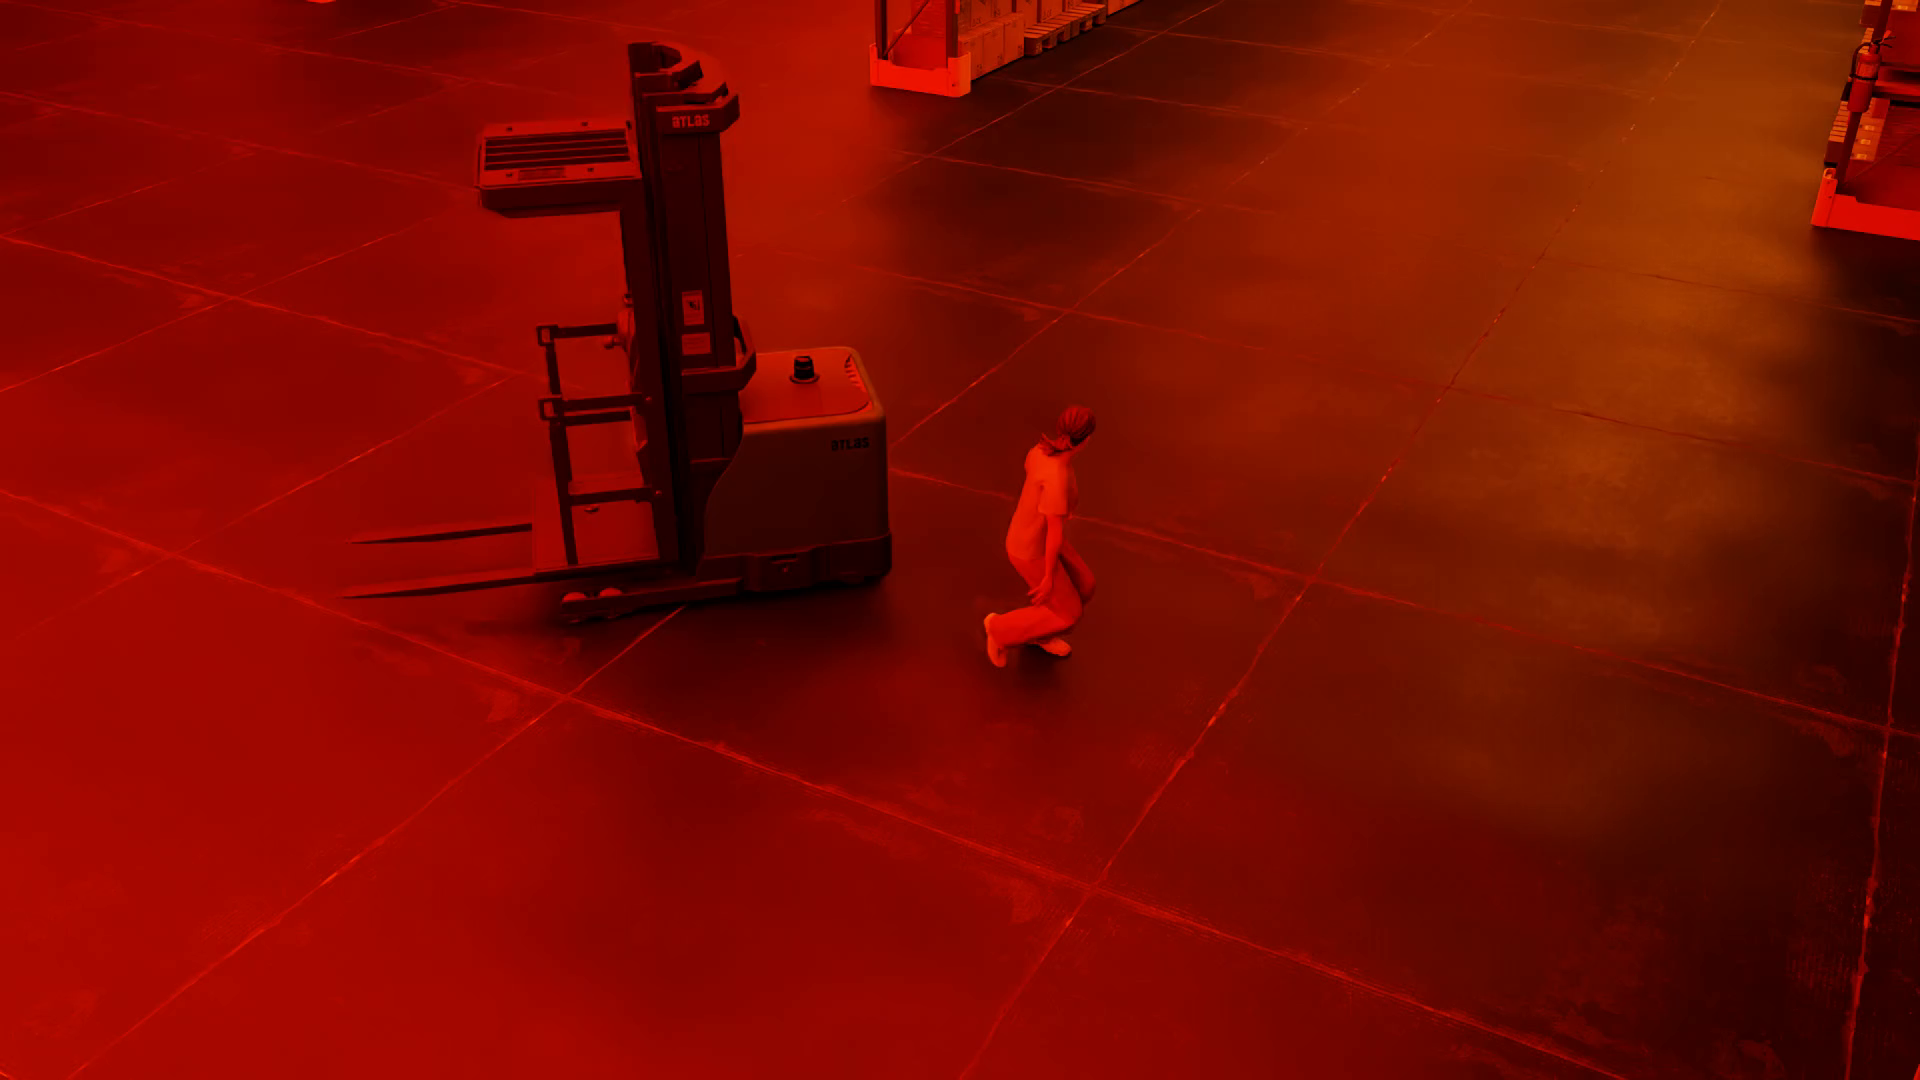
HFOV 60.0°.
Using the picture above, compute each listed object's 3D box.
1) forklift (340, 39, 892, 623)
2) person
[{"bbox_3d":[-1.965,-1.101,8.979,3.031,2.935,1.130,-7,31,-11],"label":"forklift"},{"bbox_3d":[0.414,0.011,8.525,0.570,1.483,0.825,4,30,7],"label":"person"}]
